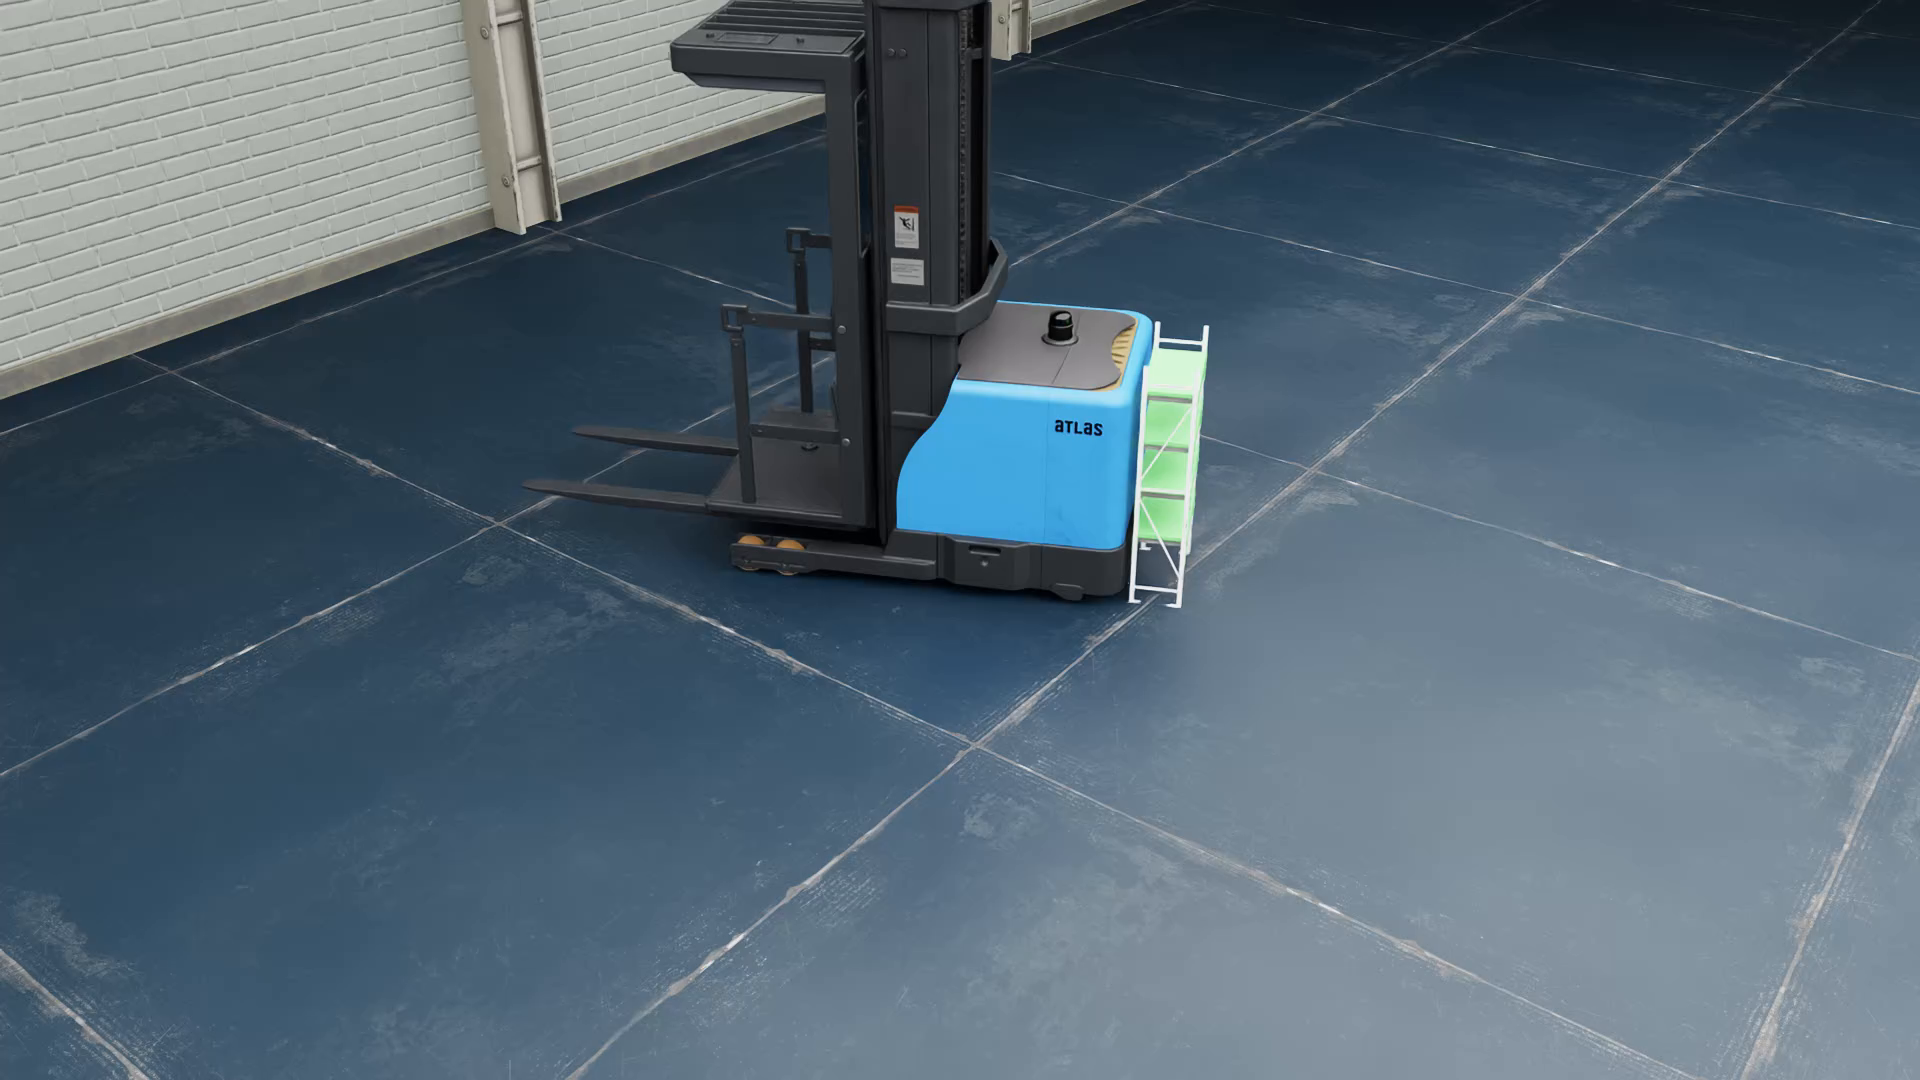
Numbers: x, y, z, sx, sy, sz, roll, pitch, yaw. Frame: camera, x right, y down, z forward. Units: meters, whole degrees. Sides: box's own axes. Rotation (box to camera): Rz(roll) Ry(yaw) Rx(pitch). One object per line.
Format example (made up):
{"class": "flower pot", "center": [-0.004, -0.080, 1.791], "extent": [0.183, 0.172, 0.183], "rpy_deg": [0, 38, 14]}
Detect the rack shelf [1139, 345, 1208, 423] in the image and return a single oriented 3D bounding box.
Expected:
{"class": "rack shelf", "center": [0.957, -0.697, 7.432], "extent": [0.258, 0.148, 0.480], "rpy_deg": [6, 31, 10]}

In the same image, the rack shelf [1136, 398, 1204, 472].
{"class": "rack shelf", "center": [0.957, -0.490, 7.555], "extent": [0.258, 0.148, 0.480], "rpy_deg": [6, 31, 10]}

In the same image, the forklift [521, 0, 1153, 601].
{"class": "forklift", "center": [-0.634, -1.348, 7.650], "extent": [3.031, 2.935, 1.130], "rpy_deg": [6, 31, 10]}

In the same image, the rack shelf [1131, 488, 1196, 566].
{"class": "rack shelf", "center": [0.957, -0.077, 7.799], "extent": [0.258, 0.148, 0.480], "rpy_deg": [6, 31, 10]}

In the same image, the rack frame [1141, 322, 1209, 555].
{"class": "rack frame", "center": [1.006, -0.461, 7.850], "extent": [0.240, 1.200, 0.015], "rpy_deg": [6, 31, 10]}

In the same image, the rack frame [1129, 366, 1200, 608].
{"class": "rack frame", "center": [0.908, -0.217, 7.439], "extent": [0.240, 1.200, 0.015], "rpy_deg": [6, 31, 10]}

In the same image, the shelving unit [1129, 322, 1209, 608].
{"class": "shelving unit", "center": [0.957, -0.339, 7.644], "extent": [0.258, 1.200, 0.503], "rpy_deg": [6, 31, 10]}

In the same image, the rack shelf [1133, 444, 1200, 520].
{"class": "rack shelf", "center": [0.957, -0.284, 7.677], "extent": [0.258, 0.148, 0.480], "rpy_deg": [6, 31, 10]}

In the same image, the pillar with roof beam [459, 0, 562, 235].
{"class": "pillar with roof beam", "center": [0.271, -4.867, 7.636], "extent": [9.100, 9.000, 0.400], "rpy_deg": [21, 37, 31]}

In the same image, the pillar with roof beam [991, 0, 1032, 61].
{"class": "pillar with roof beam", "center": [3.893, -7.306, 11.751], "extent": [9.100, 9.000, 0.400], "rpy_deg": [21, 37, 31]}
